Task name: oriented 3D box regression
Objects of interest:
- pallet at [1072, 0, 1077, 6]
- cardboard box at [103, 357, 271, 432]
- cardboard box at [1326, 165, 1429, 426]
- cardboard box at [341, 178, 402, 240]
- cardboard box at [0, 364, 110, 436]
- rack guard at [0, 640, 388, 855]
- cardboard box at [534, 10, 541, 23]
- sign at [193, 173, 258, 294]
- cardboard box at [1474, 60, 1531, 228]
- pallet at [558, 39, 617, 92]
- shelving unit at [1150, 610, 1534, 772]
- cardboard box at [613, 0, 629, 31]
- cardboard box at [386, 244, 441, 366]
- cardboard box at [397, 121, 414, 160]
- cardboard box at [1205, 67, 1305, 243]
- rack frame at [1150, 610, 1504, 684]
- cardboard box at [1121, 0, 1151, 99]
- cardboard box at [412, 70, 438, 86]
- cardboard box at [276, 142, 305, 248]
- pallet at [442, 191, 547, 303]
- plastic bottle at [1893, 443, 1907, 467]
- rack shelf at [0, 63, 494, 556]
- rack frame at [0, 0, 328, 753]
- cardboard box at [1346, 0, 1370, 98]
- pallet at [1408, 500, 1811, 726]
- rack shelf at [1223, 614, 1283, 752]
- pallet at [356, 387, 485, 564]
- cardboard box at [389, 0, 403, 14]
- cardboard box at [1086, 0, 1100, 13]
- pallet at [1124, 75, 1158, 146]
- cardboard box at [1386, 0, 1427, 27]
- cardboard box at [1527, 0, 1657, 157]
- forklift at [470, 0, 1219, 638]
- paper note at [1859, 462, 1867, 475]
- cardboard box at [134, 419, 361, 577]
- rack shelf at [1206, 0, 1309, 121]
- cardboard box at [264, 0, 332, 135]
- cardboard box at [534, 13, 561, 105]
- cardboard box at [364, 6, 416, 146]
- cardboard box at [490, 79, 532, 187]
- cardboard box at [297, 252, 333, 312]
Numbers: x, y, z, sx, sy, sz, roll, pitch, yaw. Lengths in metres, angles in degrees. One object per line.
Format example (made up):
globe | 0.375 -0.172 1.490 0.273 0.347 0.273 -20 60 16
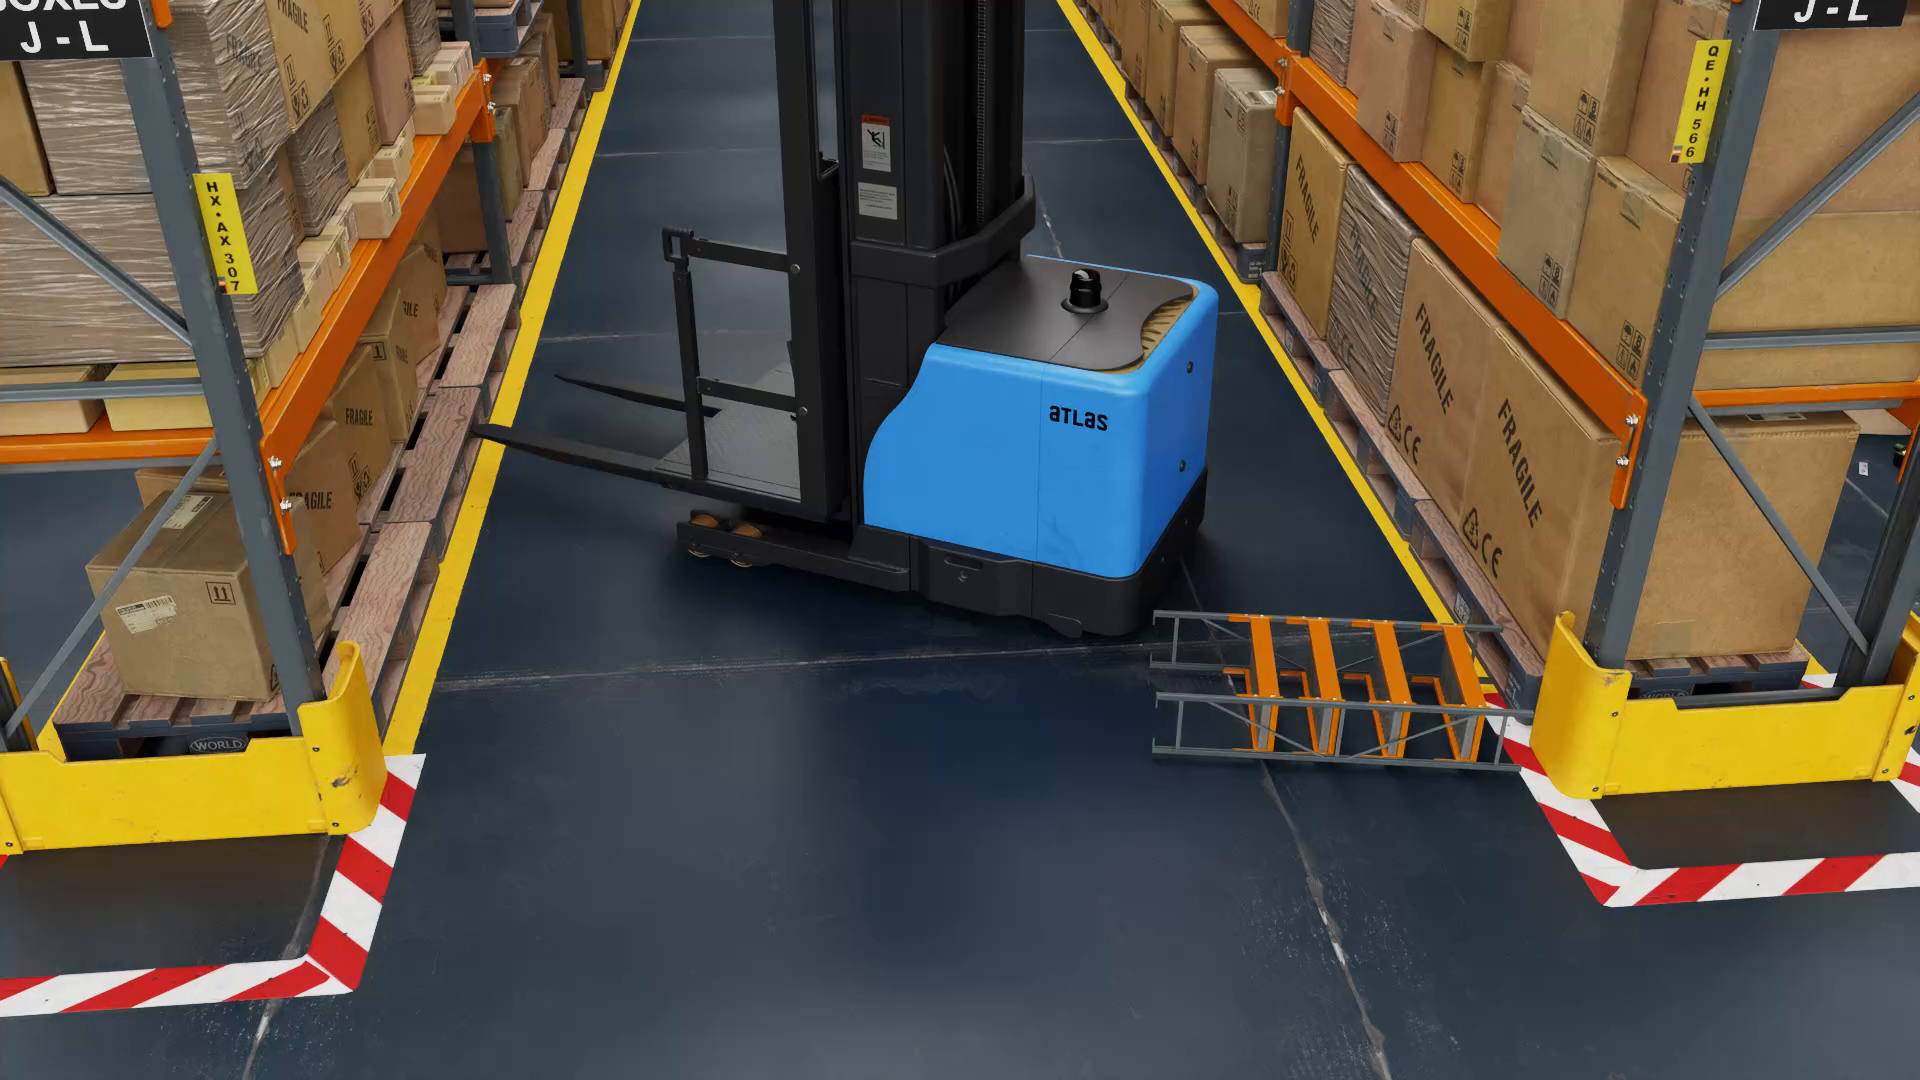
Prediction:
pallet | 1.458 -5.110 15.099 1.003 0.211 1.213 -3 31 -5
cardboard box | -2.232 -0.441 4.808 0.380 0.149 0.250 -3 31 -5
cardboard box | 2.208 -1.104 7.335 0.875 0.875 0.875 -3 31 -4
cardboard box | -2.276 -1.212 6.098 0.380 0.149 0.250 -3 31 -5
cardboard box | -2.675 -0.420 4.773 0.380 0.149 0.250 -3 31 -5
rack guard | -2.450 0.642 5.187 1.175 0.500 0.348 -3 31 -5
cardboard box | -3.098 -3.573 11.085 0.500 0.250 0.500 -2 31 -3
sign | -1.903 -0.790 4.303 0.100 0.325 0.005 -3 31 -5
cardboard box | 2.425 -1.401 6.025 0.875 0.550 0.550 -3 31 -5
pallet | -3.189 -3.685 12.714 1.003 0.211 1.213 -3 31 -5
shelving unit | 1.255 0.501 5.625 1.200 0.258 0.503 2 31 4
cardboard box | -3.310 -4.553 13.110 1.225 0.875 0.875 -3 31 -4
cardboard box | -2.758 -1.043 7.599 0.500 0.500 0.500 7 32 11
cardboard box | -2.436 -1.590 6.732 0.380 0.149 0.250 -3 31 -5
cardboard box | 1.984 -2.147 9.204 1.050 0.750 0.750 -3 31 -5
rack frame | 1.275 0.376 5.834 1.200 0.240 0.015 2 31 4
cardboard box | 1.725 -3.562 11.572 1.050 0.750 0.750 -3 31 -5
cardboard box | -2.526 -1.972 7.371 0.380 0.149 0.250 -3 31 -5
cardboard box | -2.633 -1.094 5.269 0.875 0.500 0.500 -3 31 -5
pallet | -2.891 -1.634 9.281 1.003 0.211 1.213 -3 31 -5
plastic bottle | 4.187 -0.342 7.263 0.133 0.061 0.283 -14 33 -22
rack shelf | -2.630 -1.104 6.375 1.077 0.370 4.000 -3 31 -5
rack frame | -2.443 -0.392 4.481 1.000 3.000 0.127 -3 31 -5
cardboard box | 2.251 -2.217 7.390 0.875 0.550 0.550 -3 31 -5
pallet | 2.352 0.215 6.185 1.003 0.211 1.213 -3 31 -5
rack shelf | 0.990 0.490 5.643 0.148 0.258 0.480 2 31 4
pallet | -2.602 -0.272 6.999 1.003 0.211 1.213 -3 31 -5
cardboard box | -2.407 -2.307 6.325 0.500 0.500 0.500 -3 31 -5
cardboard box | 1.325 -4.628 13.600 0.500 0.500 0.500 -4 31 -7
pallet | 1.756 -3.059 11.666 1.003 0.211 1.213 -3 31 -5
cardboard box | 2.212 -2.401 6.645 0.875 0.550 0.550 -3 31 -5
cardboard box | 2.366 -1.574 5.260 0.875 0.550 0.550 -3 31 -5
forklift | -0.573 -1.385 6.210 3.031 2.935 1.130 12 33 20
paper note | 3.946 -0.312 7.263 0.032 0.001 0.123 13 33 21
cardboard box | -2.575 -0.122 6.058 0.500 0.500 0.500 5 31 8
rack shelf | 1.944 -3.333 10.106 1.077 0.370 4.000 -3 31 -5
cardboard box | -2.263 -1.541 5.043 0.500 0.500 0.500 -3 31 -5
cardboard box | -3.108 -3.251 11.276 0.700 0.500 0.500 -4 31 -7
cardboard box | -2.677 -1.865 6.559 0.875 0.500 0.500 -3 31 -5
cardboard box | -2.931 -2.394 9.842 0.700 0.500 0.500 -5 31 -9
cardboard box | -2.289 -0.825 5.450 0.380 0.149 0.250 -3 31 -5
